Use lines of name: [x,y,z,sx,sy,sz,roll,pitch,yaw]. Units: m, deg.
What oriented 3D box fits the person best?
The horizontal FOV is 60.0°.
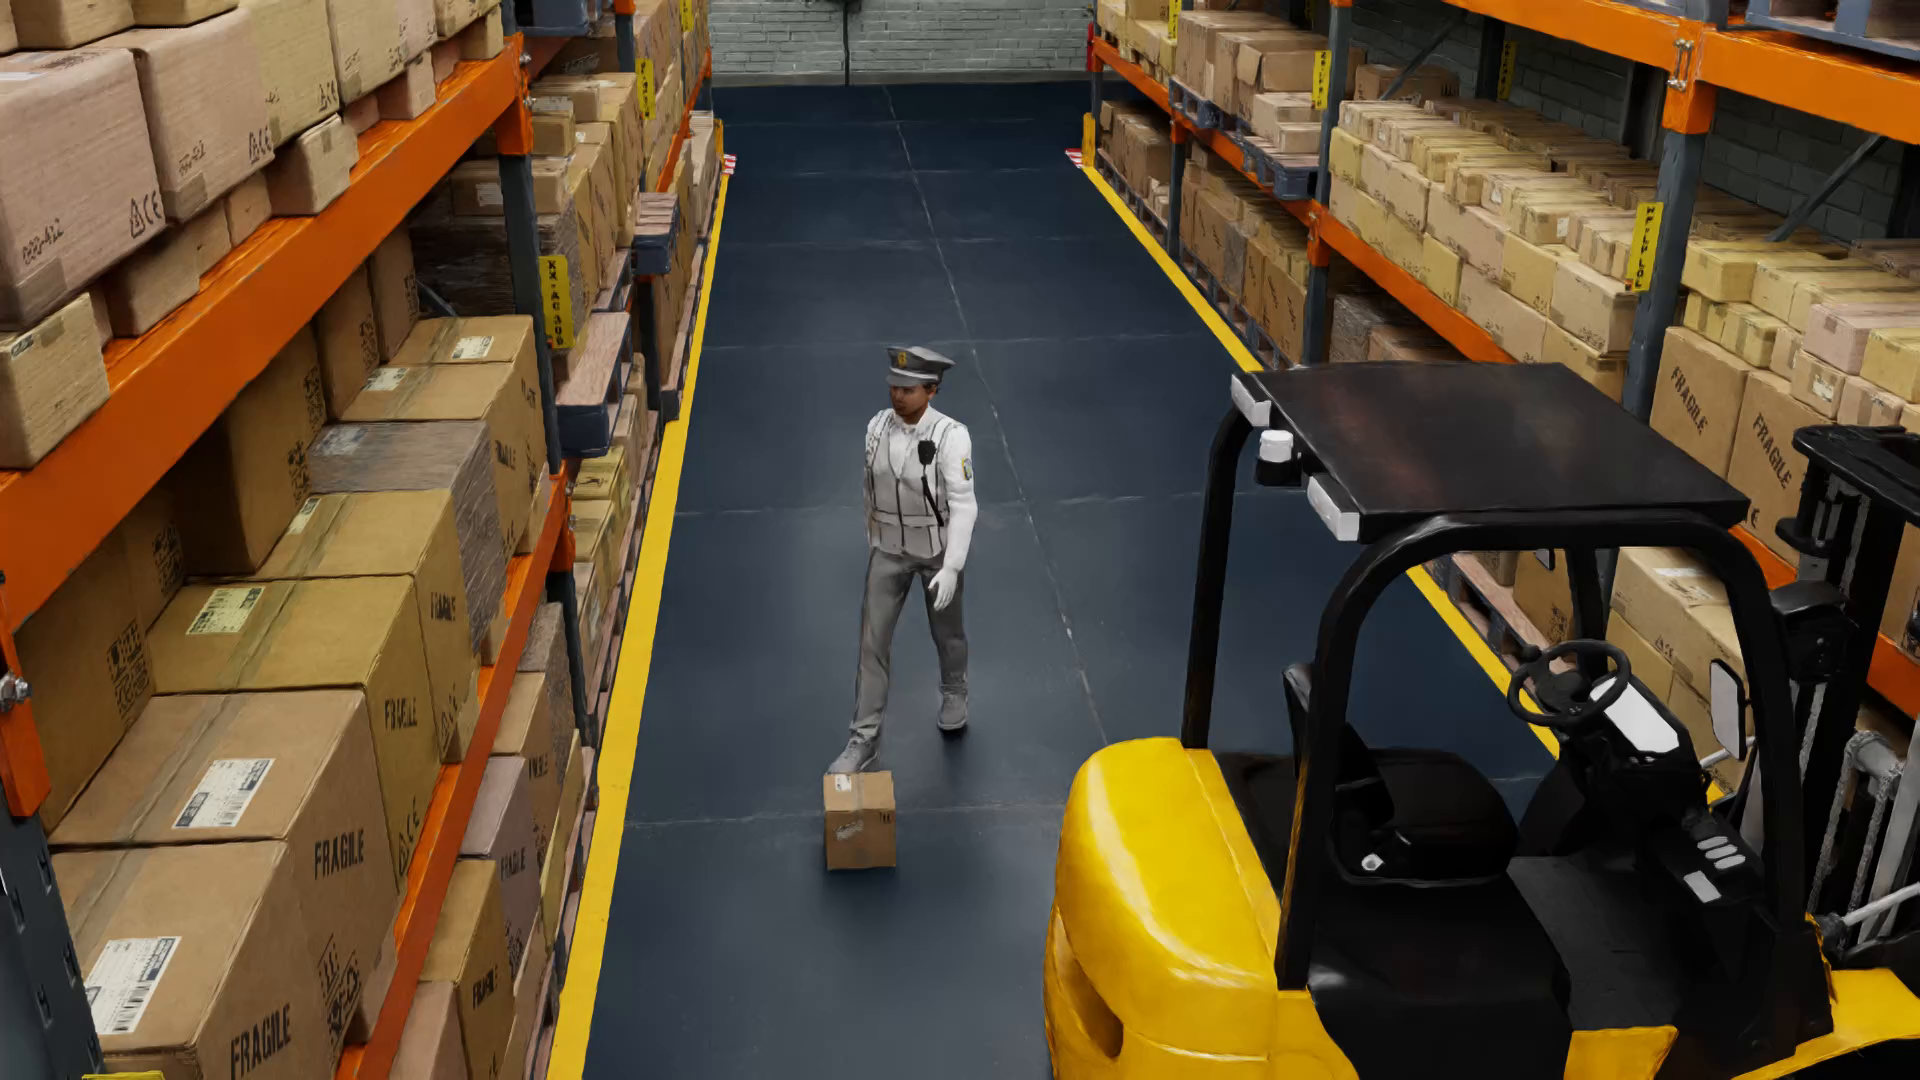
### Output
person: [-0.200,0.076,6.368,0.529,1.656,0.870,9,25,19]
